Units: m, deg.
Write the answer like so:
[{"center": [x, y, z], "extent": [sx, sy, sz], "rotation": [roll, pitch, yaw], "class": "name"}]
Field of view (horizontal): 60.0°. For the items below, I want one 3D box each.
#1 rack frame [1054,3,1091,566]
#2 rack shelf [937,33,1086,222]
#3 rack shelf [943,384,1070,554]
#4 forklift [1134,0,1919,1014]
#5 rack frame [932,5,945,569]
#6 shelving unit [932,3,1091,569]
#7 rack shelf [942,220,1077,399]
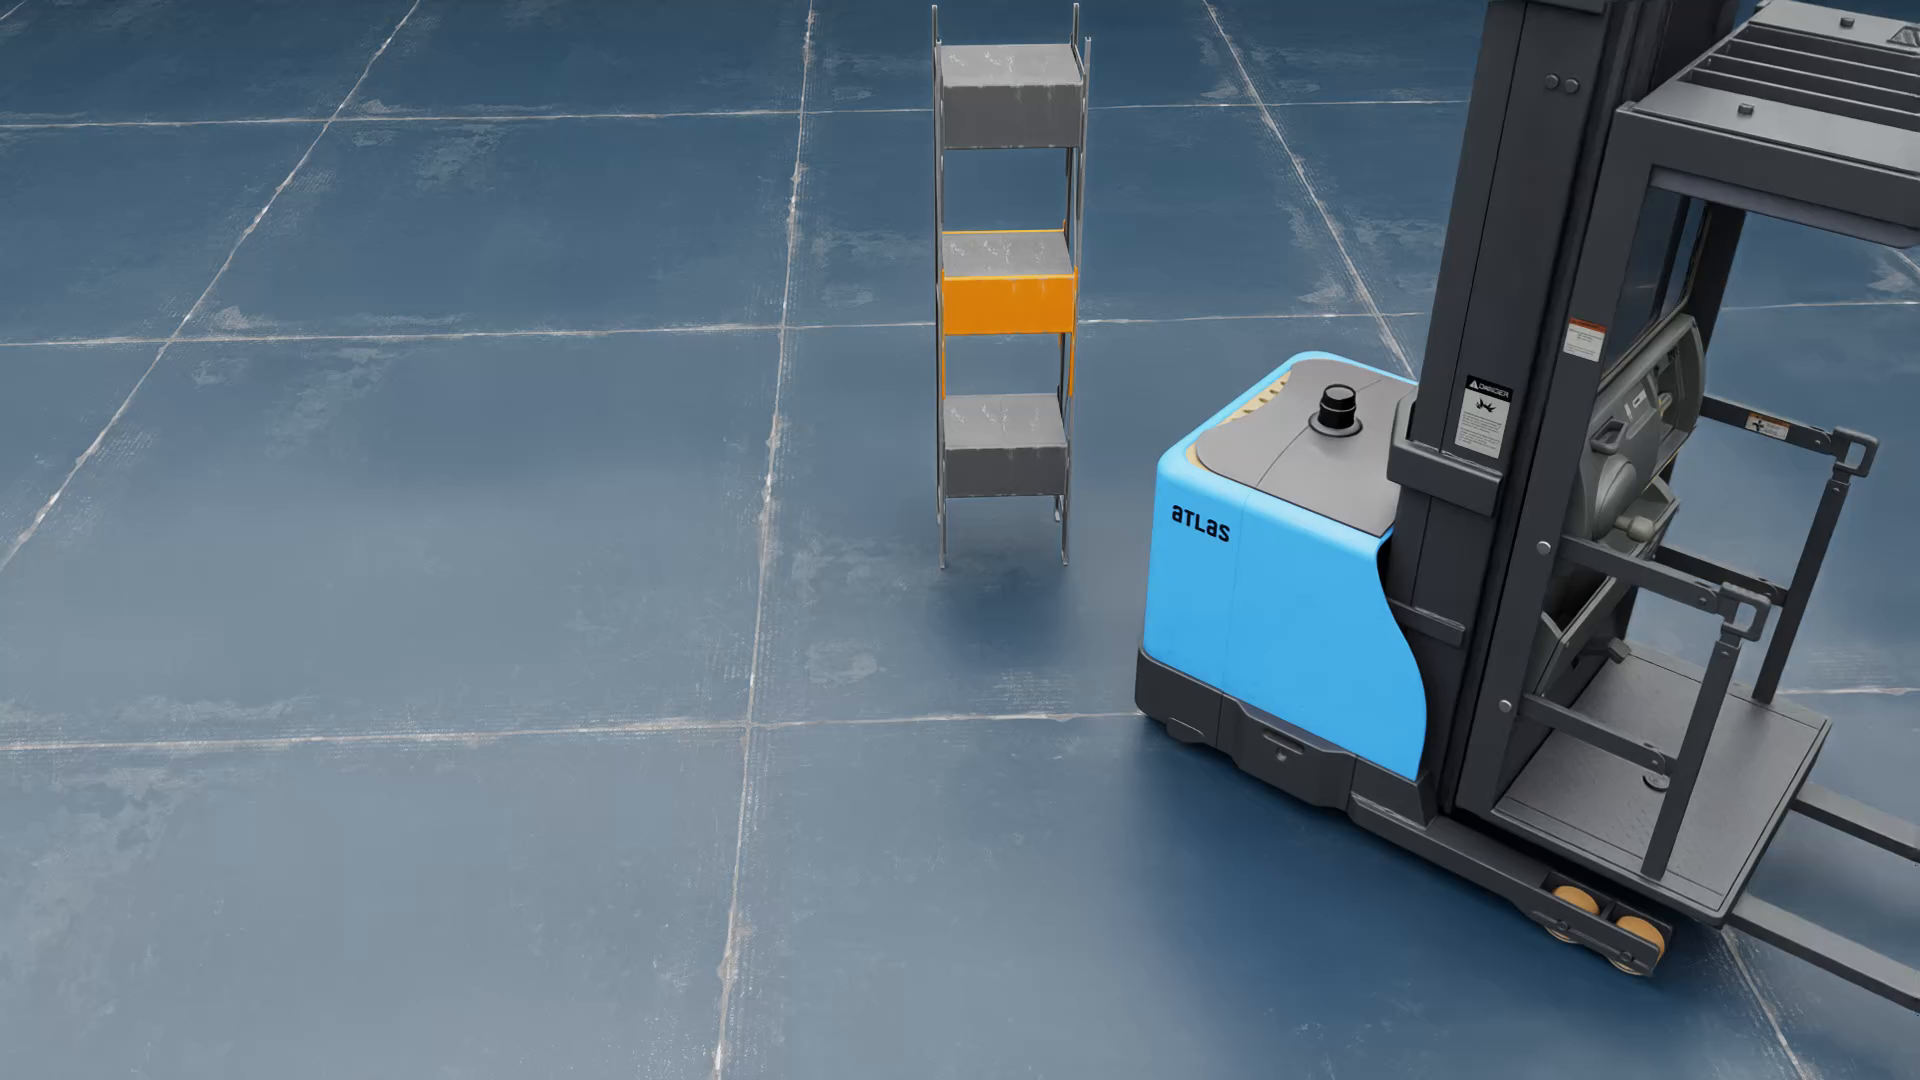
[{"center": [0.409, -0.874, 6.168], "extent": [0.015, 2.100, 0.400], "rotation": [-2, 35, -2], "class": "rack frame"}, {"center": [0.165, -1.432, 5.768], "extent": [0.480, 0.518, 0.431], "rotation": [-2, 35, -2], "class": "rack shelf"}, {"center": [0.165, -0.281, 6.565], "extent": [0.480, 0.518, 0.431], "rotation": [-2, 35, -2], "class": "rack shelf"}, {"center": [2.076, -0.270, 4.565], "extent": [3.031, 2.935, 1.130], "rotation": [25, 42, 31], "class": "forklift"}, {"center": [-0.078, -0.861, 6.149], "extent": [0.015, 2.100, 0.400], "rotation": [-2, 35, -2], "class": "rack frame"}, {"center": [0.165, -0.868, 6.159], "extent": [0.503, 2.100, 0.431], "rotation": [-2, 35, -2], "class": "shelving unit"}, {"center": [0.165, -0.857, 6.167], "extent": [0.480, 0.518, 0.431], "rotation": [-2, 35, -2], "class": "rack shelf"}]
